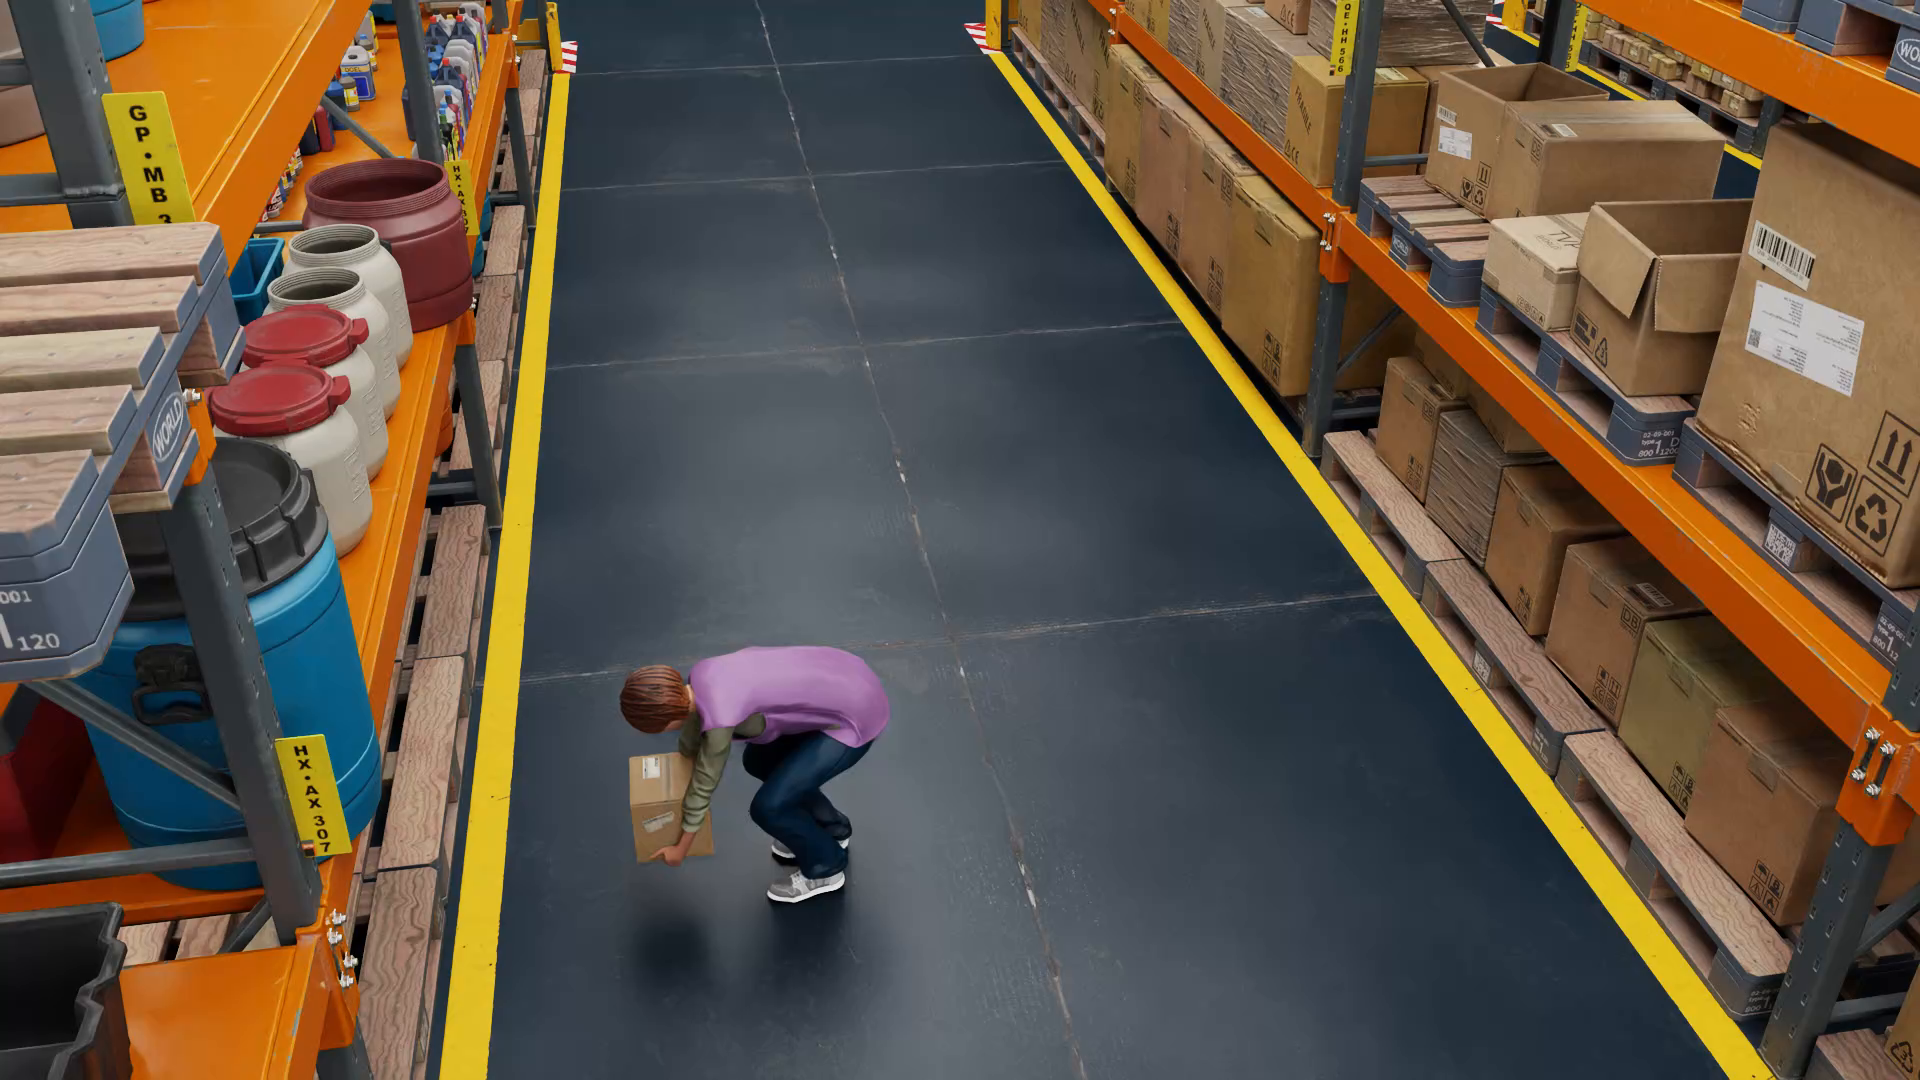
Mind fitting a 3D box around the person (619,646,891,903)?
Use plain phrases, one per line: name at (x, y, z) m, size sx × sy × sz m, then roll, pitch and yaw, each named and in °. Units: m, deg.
person at (-0.655, 0.765, 5.516) m, size 0.862 × 0.935 × 0.420 m, roll -7°, pitch 32°, yaw -11°
